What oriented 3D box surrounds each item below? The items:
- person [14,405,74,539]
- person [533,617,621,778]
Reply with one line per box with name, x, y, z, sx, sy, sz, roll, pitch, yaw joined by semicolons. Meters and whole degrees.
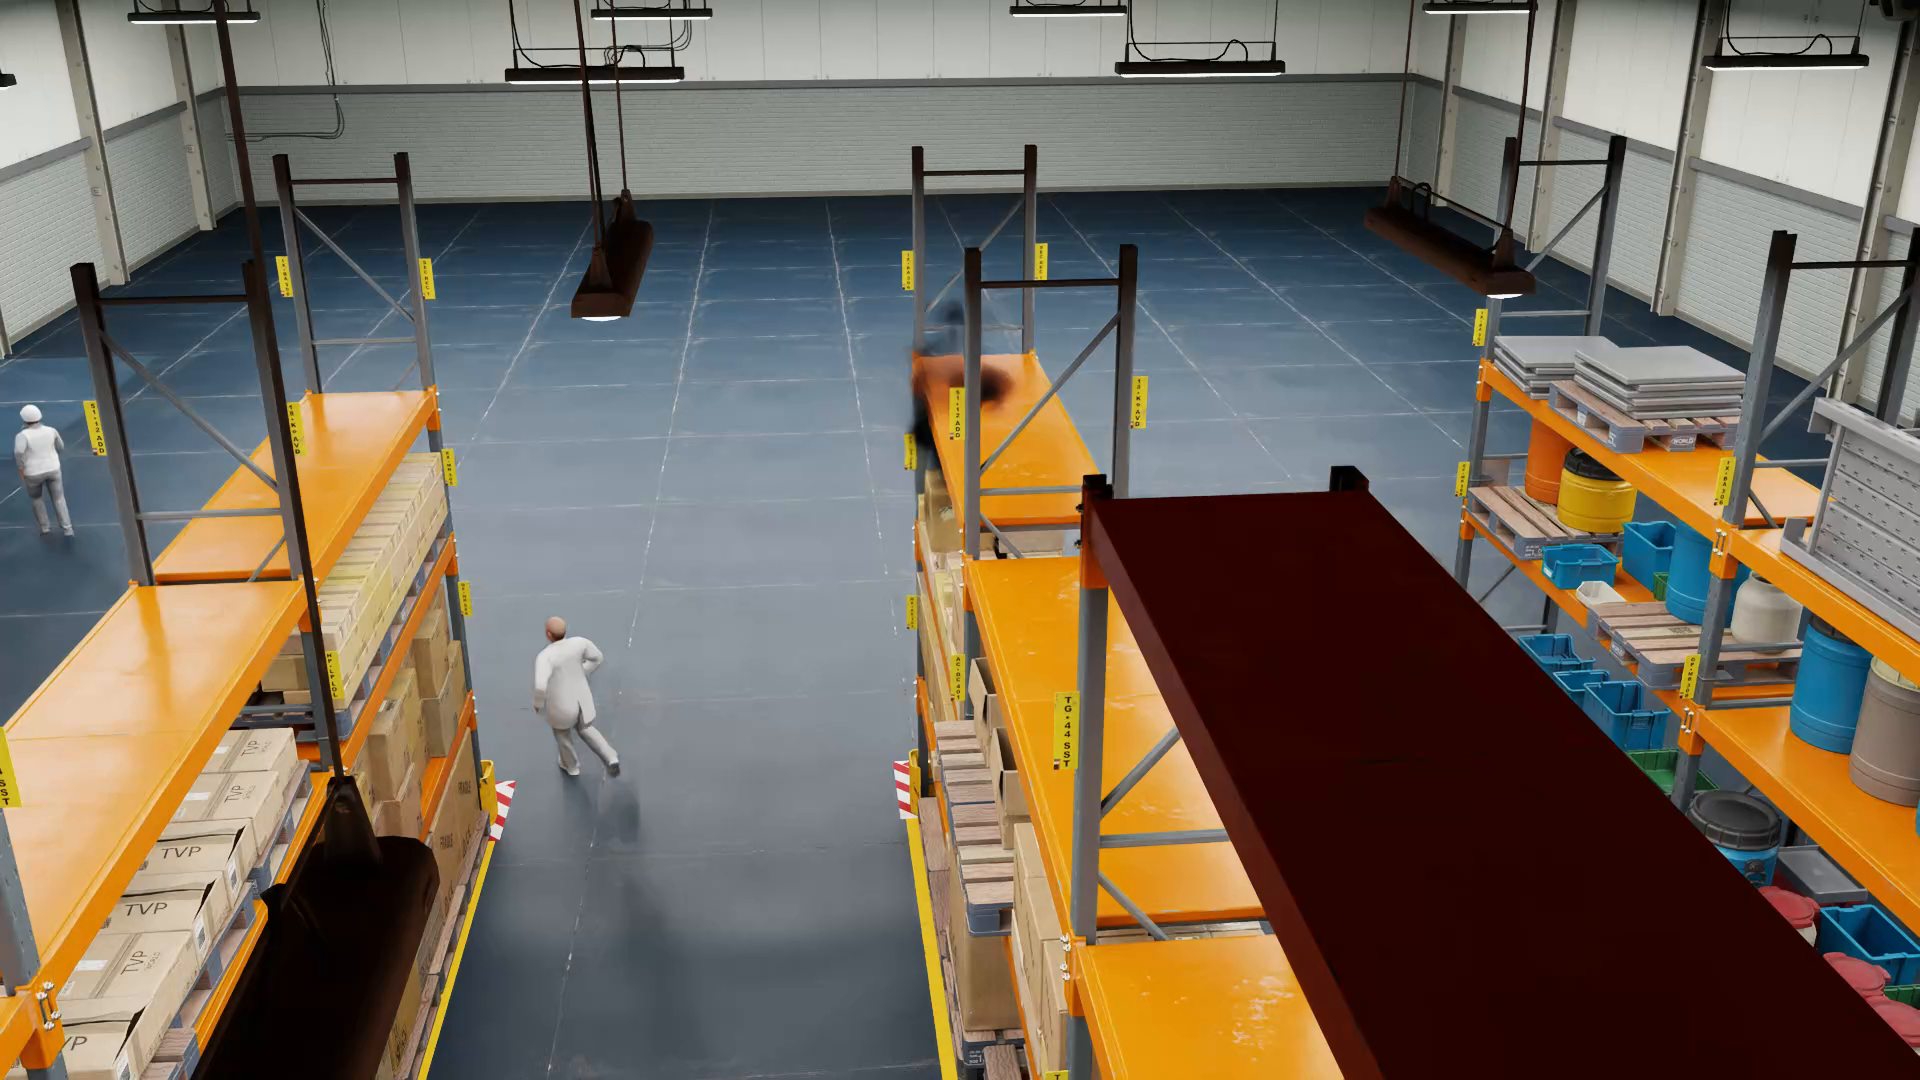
person;-11.755;-0.834;21.343;0.645;1.847;0.808;-18;28;-38
person;-3.660;1.511;15.473;0.964;1.748;0.780;18;28;39
